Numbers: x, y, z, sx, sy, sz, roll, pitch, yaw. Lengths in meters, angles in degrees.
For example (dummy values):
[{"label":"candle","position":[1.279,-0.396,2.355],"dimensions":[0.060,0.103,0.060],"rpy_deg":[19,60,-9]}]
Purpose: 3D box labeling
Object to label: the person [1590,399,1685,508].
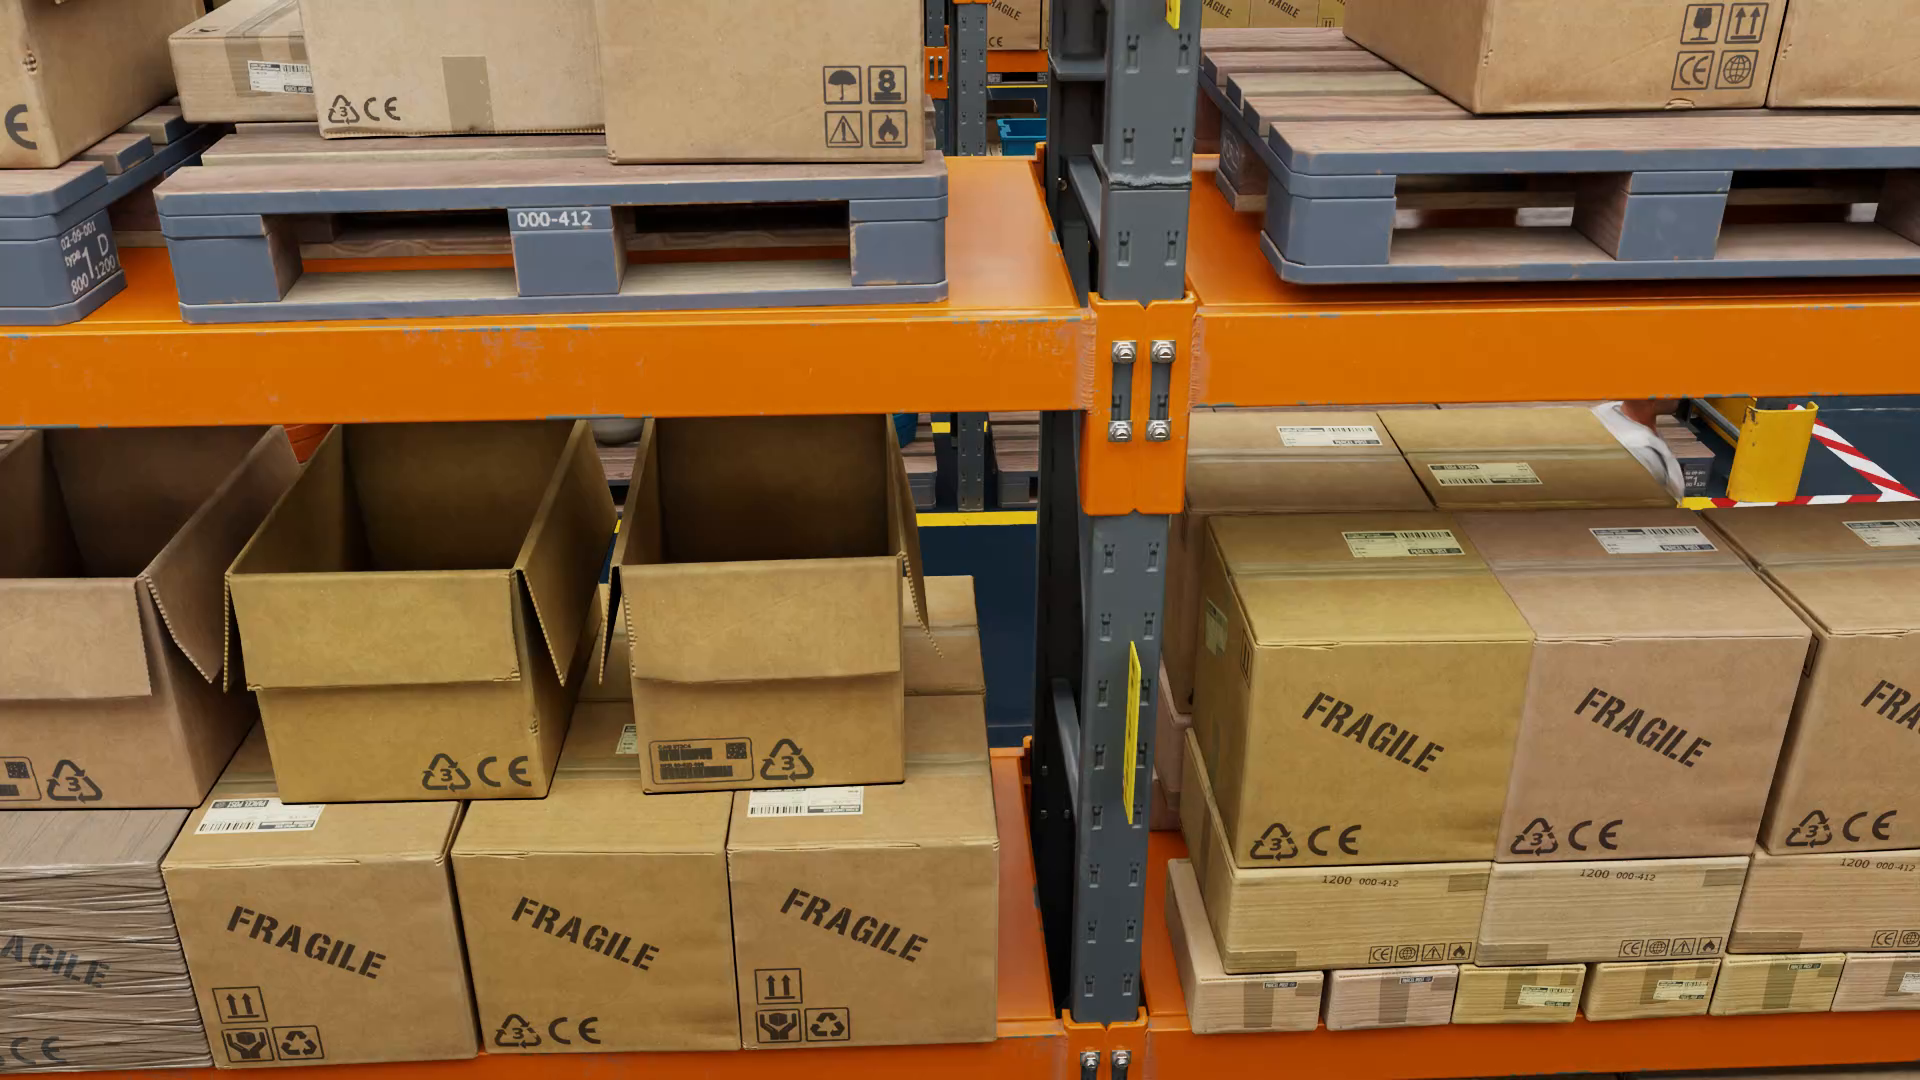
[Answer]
[{"label":"person","position":[2.307,0.139,5.765],"dimensions":[0.469,1.783,0.541],"rpy_deg":[5,28,9]}]
